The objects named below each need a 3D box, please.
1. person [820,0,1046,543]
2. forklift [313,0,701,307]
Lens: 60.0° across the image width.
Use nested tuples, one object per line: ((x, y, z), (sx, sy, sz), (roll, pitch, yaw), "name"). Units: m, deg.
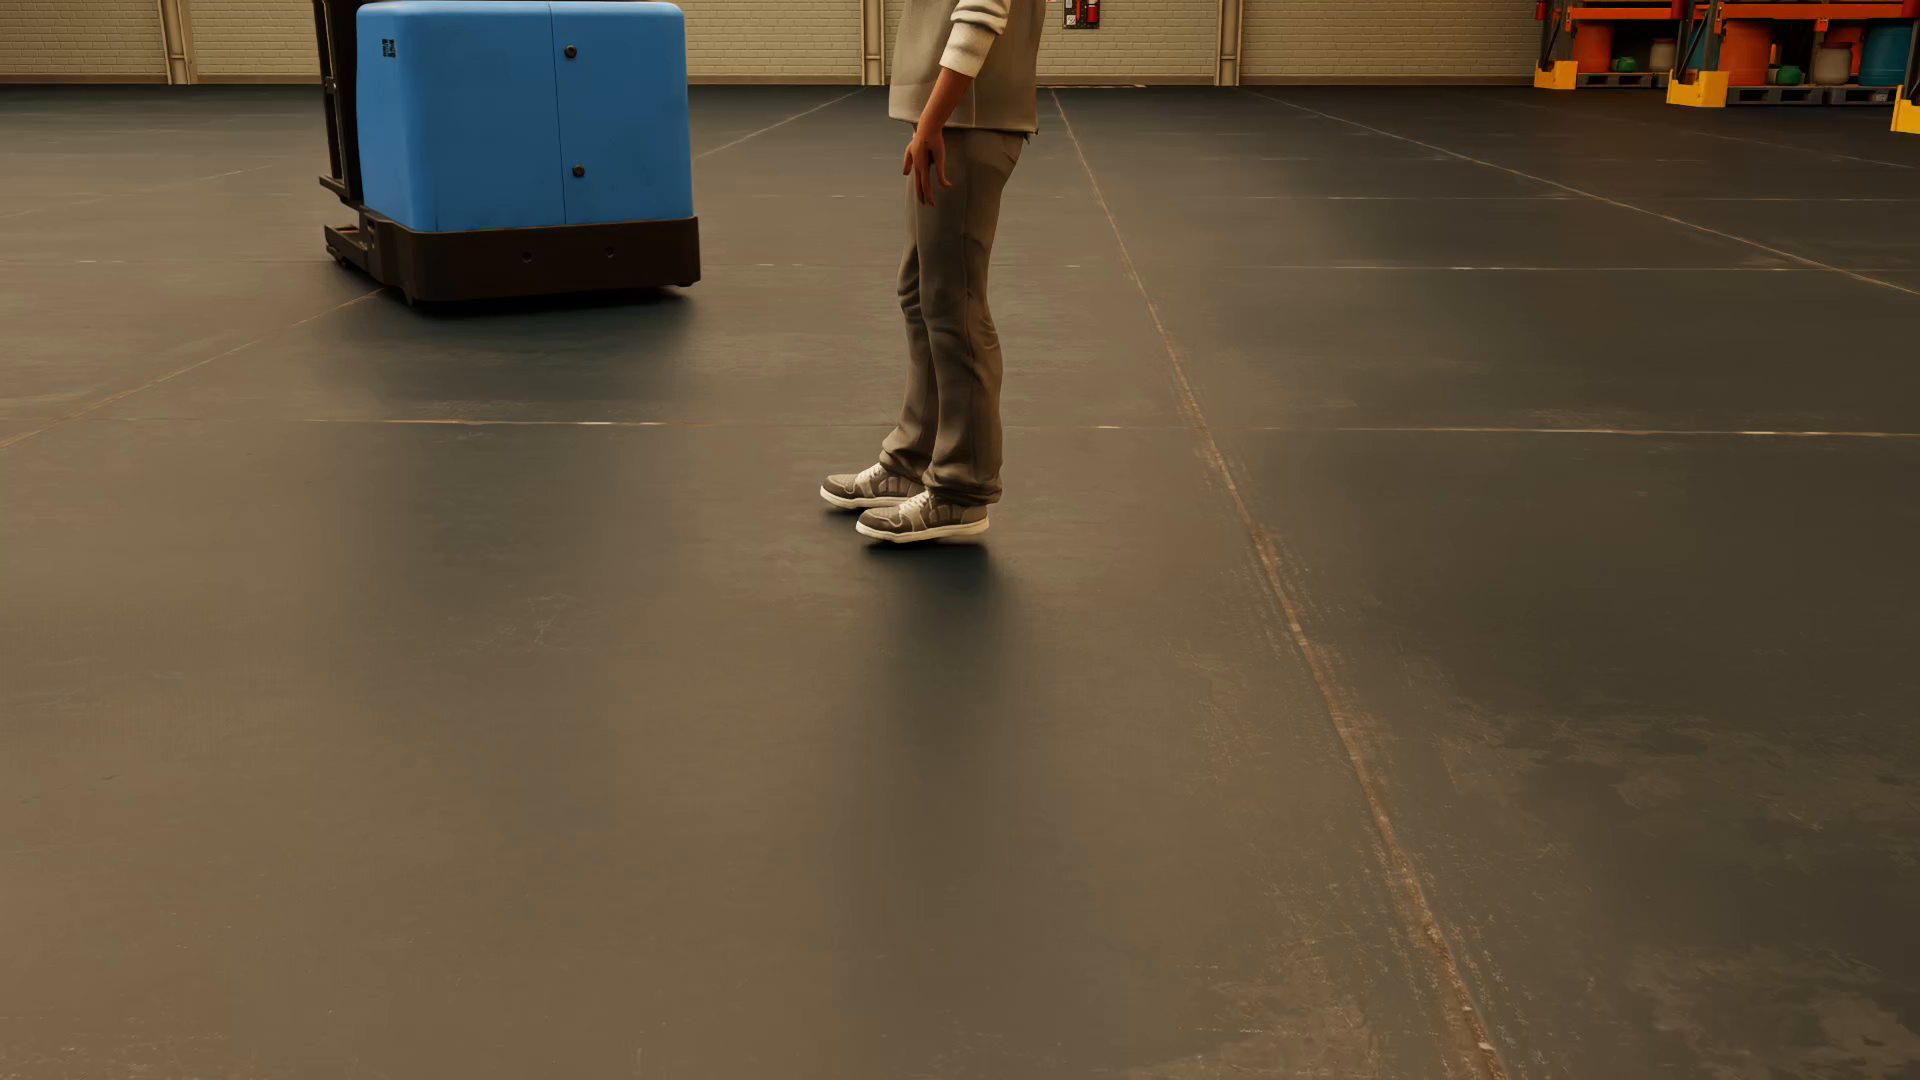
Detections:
((-0.073, -0.775, 3.149), (0.475, 1.597, 0.520), (1, 17, 2), "person")
((-2.130, -2.620, 6.866), (1.130, 2.935, 3.031), (-9, 19, -27), "forklift")
